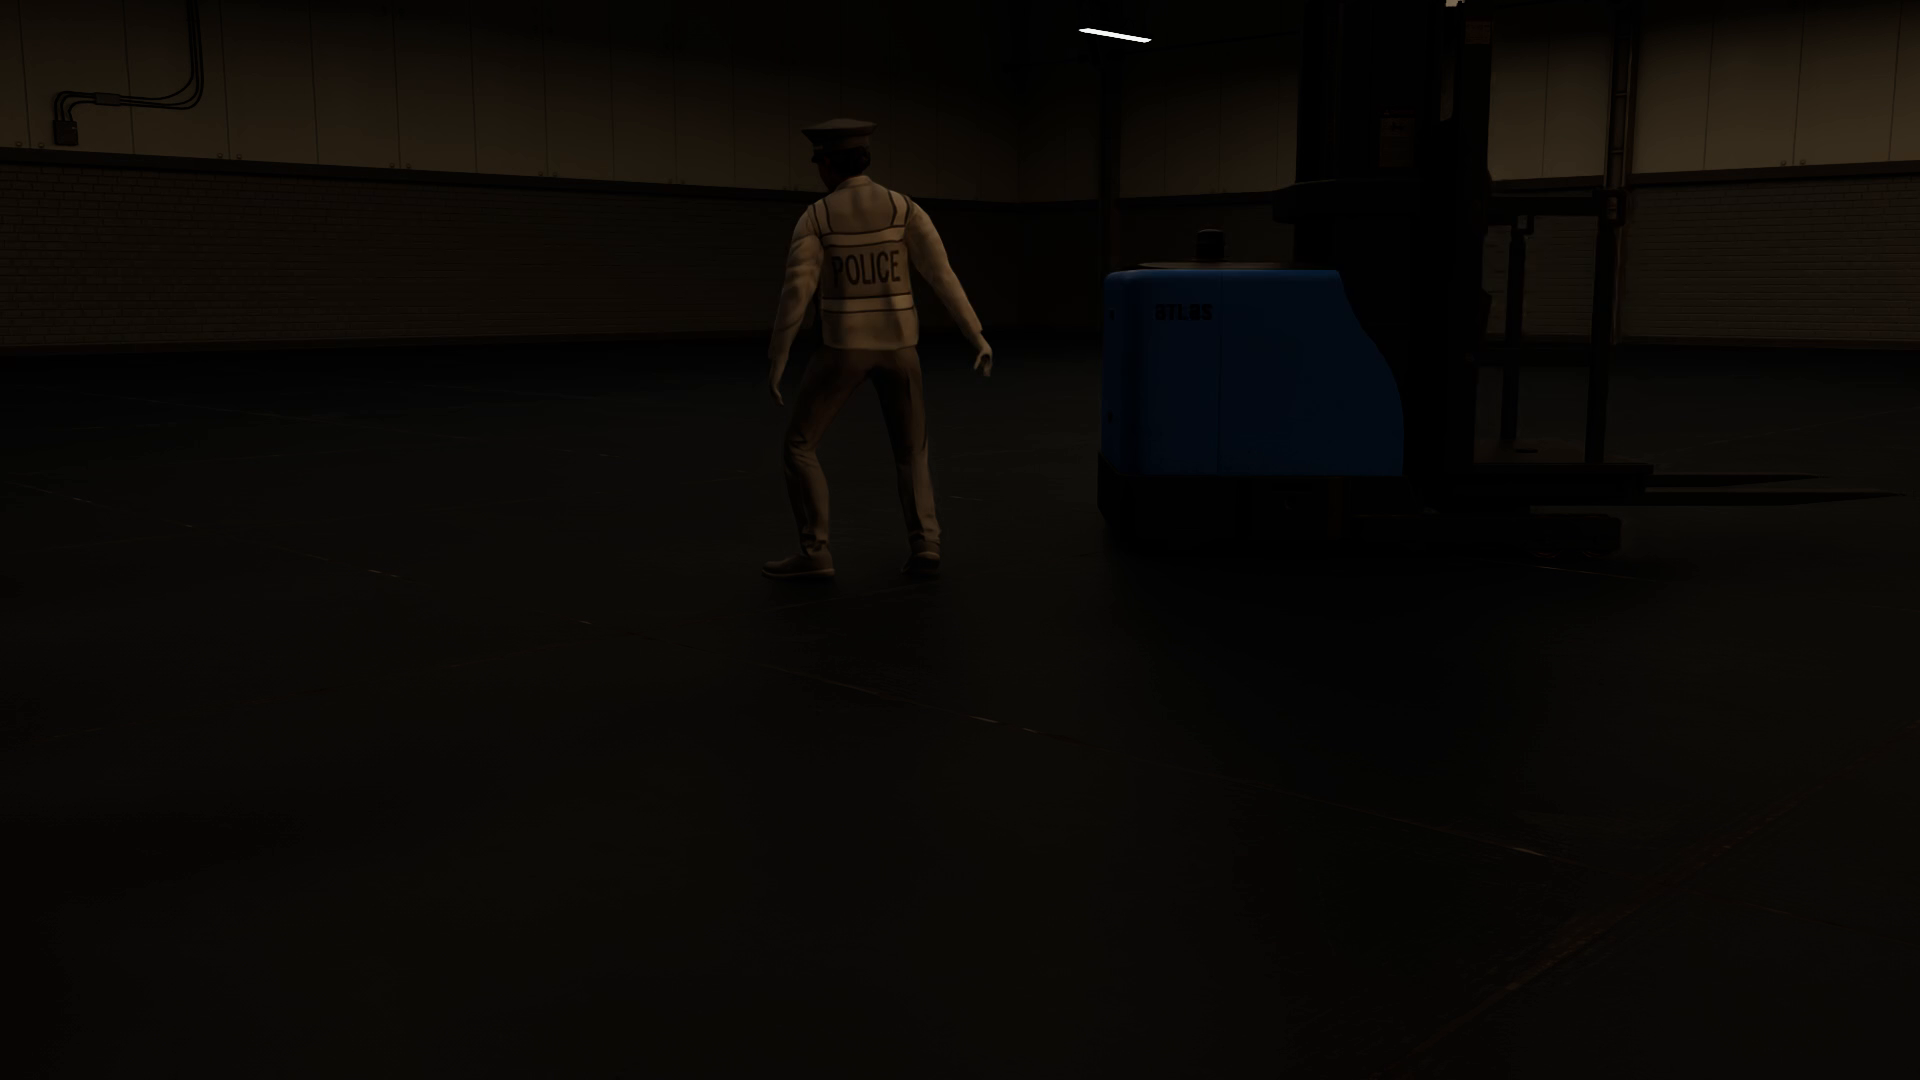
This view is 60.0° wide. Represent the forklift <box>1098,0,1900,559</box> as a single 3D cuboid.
[{"bbox_3d":[2.109,-1.457,6.548,3.031,2.935,1.130,0,9,0],"label":"forklift"}]

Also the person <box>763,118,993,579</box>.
[{"bbox_3d":[-0.288,-0.660,5.797,0.815,1.595,0.457,-2,9,-11],"label":"person"}]
